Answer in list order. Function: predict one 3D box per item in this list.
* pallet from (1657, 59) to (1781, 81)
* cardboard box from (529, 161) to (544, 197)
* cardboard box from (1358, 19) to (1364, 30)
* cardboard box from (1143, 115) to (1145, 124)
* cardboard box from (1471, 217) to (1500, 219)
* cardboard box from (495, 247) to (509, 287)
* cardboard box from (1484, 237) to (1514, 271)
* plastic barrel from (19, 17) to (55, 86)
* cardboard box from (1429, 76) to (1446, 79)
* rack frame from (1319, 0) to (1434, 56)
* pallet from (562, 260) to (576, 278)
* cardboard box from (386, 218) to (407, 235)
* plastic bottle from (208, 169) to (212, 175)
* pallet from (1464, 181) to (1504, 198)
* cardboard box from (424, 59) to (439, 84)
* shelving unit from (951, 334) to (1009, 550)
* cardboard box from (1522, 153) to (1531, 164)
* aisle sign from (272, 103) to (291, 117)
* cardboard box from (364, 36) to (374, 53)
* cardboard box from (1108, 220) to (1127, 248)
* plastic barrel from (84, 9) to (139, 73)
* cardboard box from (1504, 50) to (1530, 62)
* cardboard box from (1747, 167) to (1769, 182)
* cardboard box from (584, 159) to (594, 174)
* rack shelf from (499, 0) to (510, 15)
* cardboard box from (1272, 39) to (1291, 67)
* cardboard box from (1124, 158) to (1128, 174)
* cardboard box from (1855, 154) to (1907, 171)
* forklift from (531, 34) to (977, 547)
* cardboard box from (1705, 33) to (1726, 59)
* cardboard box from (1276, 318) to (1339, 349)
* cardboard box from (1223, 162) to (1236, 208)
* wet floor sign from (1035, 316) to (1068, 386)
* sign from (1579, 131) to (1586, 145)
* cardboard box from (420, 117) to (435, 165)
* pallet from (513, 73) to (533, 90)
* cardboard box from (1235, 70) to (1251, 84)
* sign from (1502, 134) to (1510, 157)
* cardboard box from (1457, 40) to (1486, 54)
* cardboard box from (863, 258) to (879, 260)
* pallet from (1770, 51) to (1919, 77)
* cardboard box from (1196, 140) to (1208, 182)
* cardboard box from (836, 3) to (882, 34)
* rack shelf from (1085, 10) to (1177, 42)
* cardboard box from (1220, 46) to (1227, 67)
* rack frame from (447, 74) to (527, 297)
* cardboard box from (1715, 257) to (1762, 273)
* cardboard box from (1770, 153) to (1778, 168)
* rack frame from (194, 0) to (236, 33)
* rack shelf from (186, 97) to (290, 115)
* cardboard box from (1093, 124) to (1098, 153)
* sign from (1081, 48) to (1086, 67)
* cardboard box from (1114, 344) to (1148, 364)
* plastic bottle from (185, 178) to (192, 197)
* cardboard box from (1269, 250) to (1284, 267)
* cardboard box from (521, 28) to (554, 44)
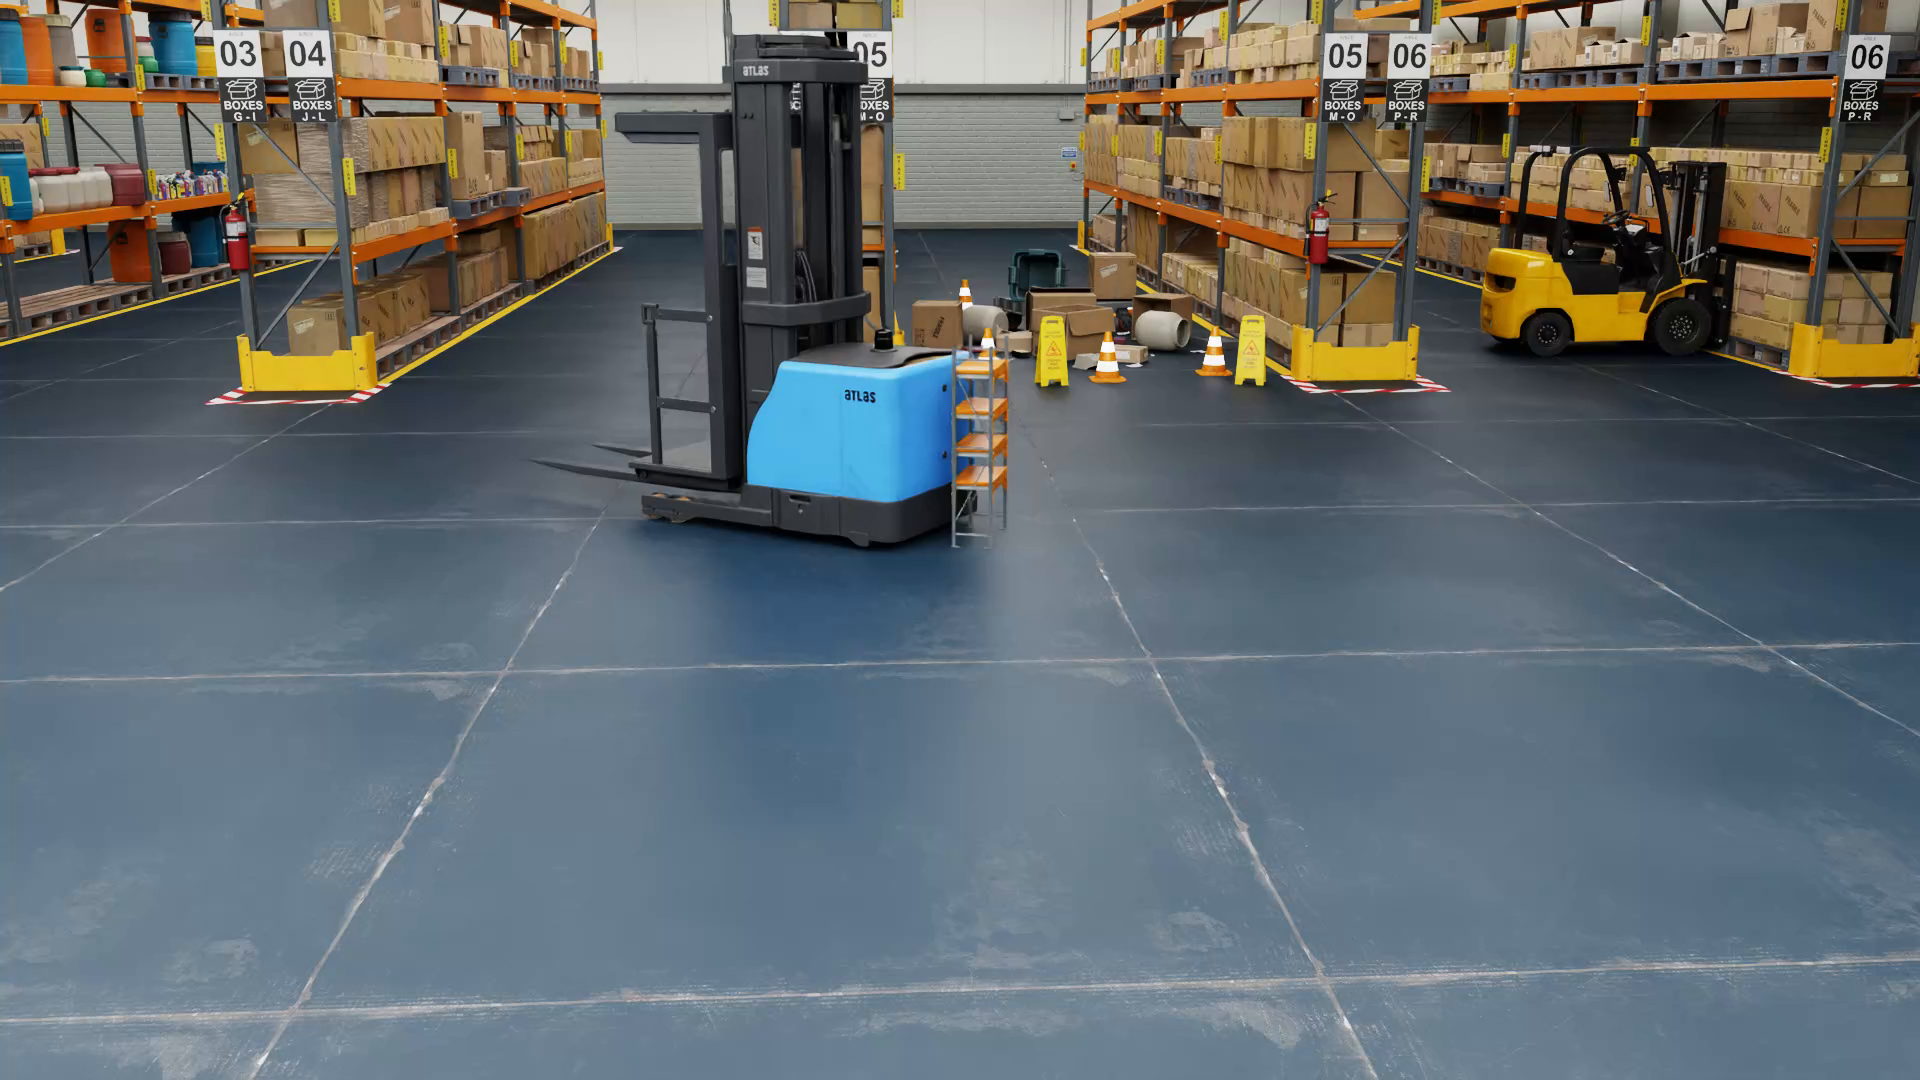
[{"bbox_3d":[8.607,-5.281,18.689,1.003,0.211,1.213,-1,14,-3],"label":"pallet"},{"bbox_3d":[-6.392,-5.276,24.312,0.500,0.500,0.500,-1,14,-4],"label":"cardboard box"},{"bbox_3d":[3.973,-4.882,15.863,0.380,0.149,0.250,-1,14,-4],"label":"cardboard box"},{"bbox_3d":[3.229,-7.051,27.900,0.380,0.149,0.250,-1,14,-4],"label":"cardboard box"},{"bbox_3d":[8.431,-5.103,26.713,0.380,0.149,0.250,-2,15,-6],"label":"cardboard box"},{"bbox_3d":[-6.503,-3.683,22.455,0.700,0.500,0.500,-2,15,-6],"label":"cardboard box"},{"bbox_3d":[8.040,-4.172,24.396,0.500,0.500,0.500,0,14,-2],"label":"cardboard box"},{"bbox_3d":[-11.633,-6.061,20.681,0.600,0.830,0.708,-1,14,-3],"label":"plastic barrel"},{"bbox_3d":[7.753,-7.713,27.667,0.500,0.250,0.500,-1,14,-3],"label":"cardboard box"},{"bbox_3d":[3.823,-5.916,14.959,1.000,3.000,0.127,-1,14,-3],"label":"rack frame"},{"bbox_3d":[-6.689,-4.301,26.317,1.003,0.211,1.213,-1,14,-3],"label":"pallet"},{"bbox_3d":[-5.844,-3.185,16.889,0.380,0.149,0.250,-1,14,-3],"label":"cardboard box"},{"bbox_3d":[-11.516,-5.516,25.543,0.144,0.351,0.185,-1,14,-3],"label":"plastic bottle"},{"bbox_3d":[8.169,-5.152,24.416,1.213,0.211,1.003,-1,14,-3],"label":"pallet"},{"bbox_3d":[-6.027,-5.123,18.198,0.500,0.250,0.500,0,14,-1],"label":"cardboard box"},{"bbox_3d":[0.122,-0.592,9.917,0.258,1.200,0.503,3,15,11],"label":"shelving unit"},{"bbox_3d":[8.024,-5.290,23.064,0.380,0.149,0.250,-1,14,-2],"label":"cardboard box"},{"bbox_3d":[-12.304,-8.032,30.008,0.394,0.787,0.004,-1,14,-3],"label":"aisle sign"},{"bbox_3d":[-5.869,-4.759,15.983,0.380,0.149,0.250,-1,14,-4],"label":"cardboard box"},{"bbox_3d":[3.091,-5.338,29.051,0.875,0.438,0.875,-1,14,-5],"label":"cardboard box"},{"bbox_3d":[-11.540,-6.776,22.617,0.600,0.830,0.708,-1,14,-3],"label":"plastic barrel"},{"bbox_3d":[7.964,-6.876,23.614,0.380,0.149,0.250,0,14,-2],"label":"cardboard box"},{"bbox_3d":[8.407,-3.788,17.228,0.380,0.149,0.250,-1,14,-5],"label":"cardboard box"},{"bbox_3d":[-6.702,-6.539,29.124,0.500,0.250,0.500,-1,14,-5],"label":"cardboard box"},{"bbox_3d":[-6.440,-6.713,20.304,1.077,0.370,4.000,-1,14,-3],"label":"rack shelf"},{"bbox_3d":[3.455,-4.912,16.780,0.500,0.250,0.500,0,14,-2],"label":"cardboard box"},{"bbox_3d":[2.885,-5.921,26.318,0.500,0.250,0.500,-1,14,-3],"label":"cardboard box"},{"bbox_3d":[8.969,-3.681,16.215,0.380,0.149,0.250,-1,14,-5],"label":"cardboard box"},{"bbox_3d":[-1.424,-1.626,10.463,3.031,2.935,1.130,8,17,29],"label":"forklift"},{"bbox_3d":[8.318,-5.348,18.000,0.396,0.266,0.258,-1,14,-5],"label":"cardboard box"},{"bbox_3d":[3.502,-2.085,16.785,0.500,0.250,0.500,-1,14,-4],"label":"cardboard box"},{"bbox_3d":[3.324,-4.084,19.082,0.500,0.500,0.500,-1,14,-4],"label":"cardboard box"},{"bbox_3d":[0.866,-1.792,15.696,0.267,0.644,0.232,-3,15,-13],"label":"wet floor sign"},{"bbox_3d":[8.835,-5.648,23.633,0.100,0.325,0.005,-1,14,-3],"label":"sign"},{"bbox_3d":[-5.981,-4.297,17.903,0.500,0.500,0.500,-1,14,-3],"label":"cardboard box"},{"bbox_3d":[-6.657,-6.368,23.114,1.213,0.211,1.003,0,14,-1],"label":"pallet"},{"bbox_3d":[3.307,-5.189,18.658,0.380,0.149,0.250,-1,14,-3],"label":"cardboard box"},{"bbox_3d":[7.740,-5.589,23.565,0.100,0.325,0.005,-1,14,-3],"label":"sign"},{"bbox_3d":[8.170,-7.860,26.566,0.396,0.266,0.258,-1,14,-3],"label":"cardboard box"},{"bbox_3d":[-1.276,-2.470,17.026,0.875,0.875,0.875,-1,14,-4],"label":"cardboard box"},{"bbox_3d":[8.759,-4.674,16.330,1.003,0.211,1.213,-1,14,-3],"label":"pallet"},{"bbox_3d":[3.259,-4.764,20.882,0.500,0.500,0.500,0,14,-2],"label":"cardboard box"},{"bbox_3d":[-0.885,-4.809,15.337,0.500,0.250,0.500,-1,14,-4],"label":"cardboard box"},{"bbox_3d":[2.955,-8.855,28.631,1.077,0.370,4.000,-1,14,-3],"label":"rack shelf"},{"bbox_3d":[3.394,-5.732,19.722,0.500,0.250,0.500,-1,14,-5],"label":"cardboard box"},{"bbox_3d":[-6.564,-4.847,22.845,1.000,3.000,0.127,-1,14,-3],"label":"rack frame"},{"bbox_3d":[8.334,-2.932,18.071,0.500,0.250,0.500,-1,14,-5],"label":"cardboard box"},{"bbox_3d":[8.513,-3.869,16.944,0.380,0.149,0.250,-1,14,-3],"label":"cardboard box"},{"bbox_3d":[-11.755,-8.671,25.667,1.000,3.000,0.127,-1,14,-3],"label":"rack frame"},{"bbox_3d":[-11.879,-7.367,28.063,1.077,0.370,4.000,-1,14,-3],"label":"rack shelf"},{"bbox_3d":[2.655,-7.142,29.558,0.500,0.500,0.500,-1,14,-4],"label":"cardboard box"},{"bbox_3d":[2.277,-8.897,30.652,0.100,0.325,0.005,-1,14,-3],"label":"sign"},{"bbox_3d":[1.725,-1.924,17.207,0.380,0.149,0.250,7,16,26],"label":"cardboard box"},{"bbox_3d":[-11.263,-5.137,24.231,0.097,0.271,0.097,0,14,0],"label":"plastic bottle"},{"bbox_3d":[3.410,-2.907,17.175,0.380,0.149,0.250,-1,14,-3],"label":"cardboard box"},{"bbox_3d":[-6.864,-8.192,27.076,0.500,0.250,0.500,-2,15,-7],"label":"cardboard box"}]
